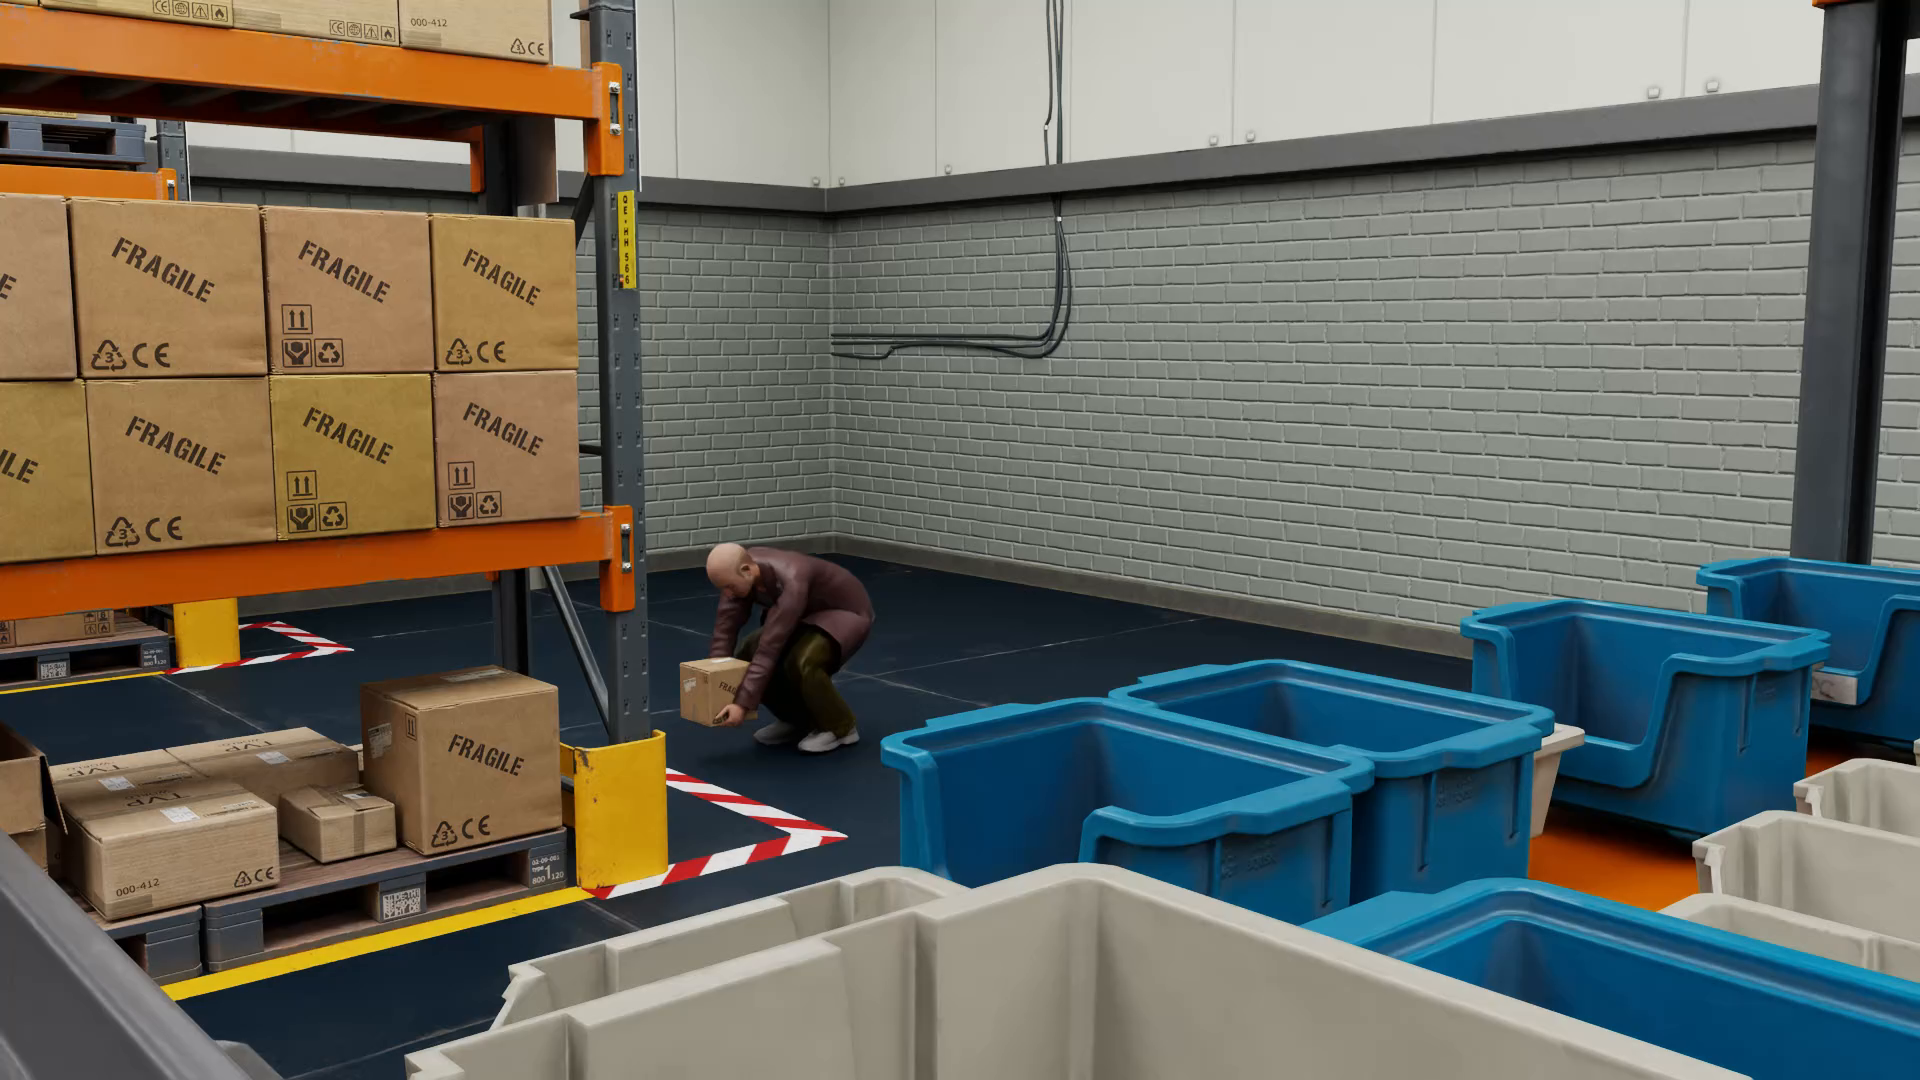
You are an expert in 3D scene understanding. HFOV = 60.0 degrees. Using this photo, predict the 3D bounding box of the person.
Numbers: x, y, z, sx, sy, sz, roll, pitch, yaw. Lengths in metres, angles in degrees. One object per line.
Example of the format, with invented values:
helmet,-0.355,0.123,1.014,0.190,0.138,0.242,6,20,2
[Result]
person,-0.810,0.481,7.678,0.945,0.991,0.583,-7,10,-43
